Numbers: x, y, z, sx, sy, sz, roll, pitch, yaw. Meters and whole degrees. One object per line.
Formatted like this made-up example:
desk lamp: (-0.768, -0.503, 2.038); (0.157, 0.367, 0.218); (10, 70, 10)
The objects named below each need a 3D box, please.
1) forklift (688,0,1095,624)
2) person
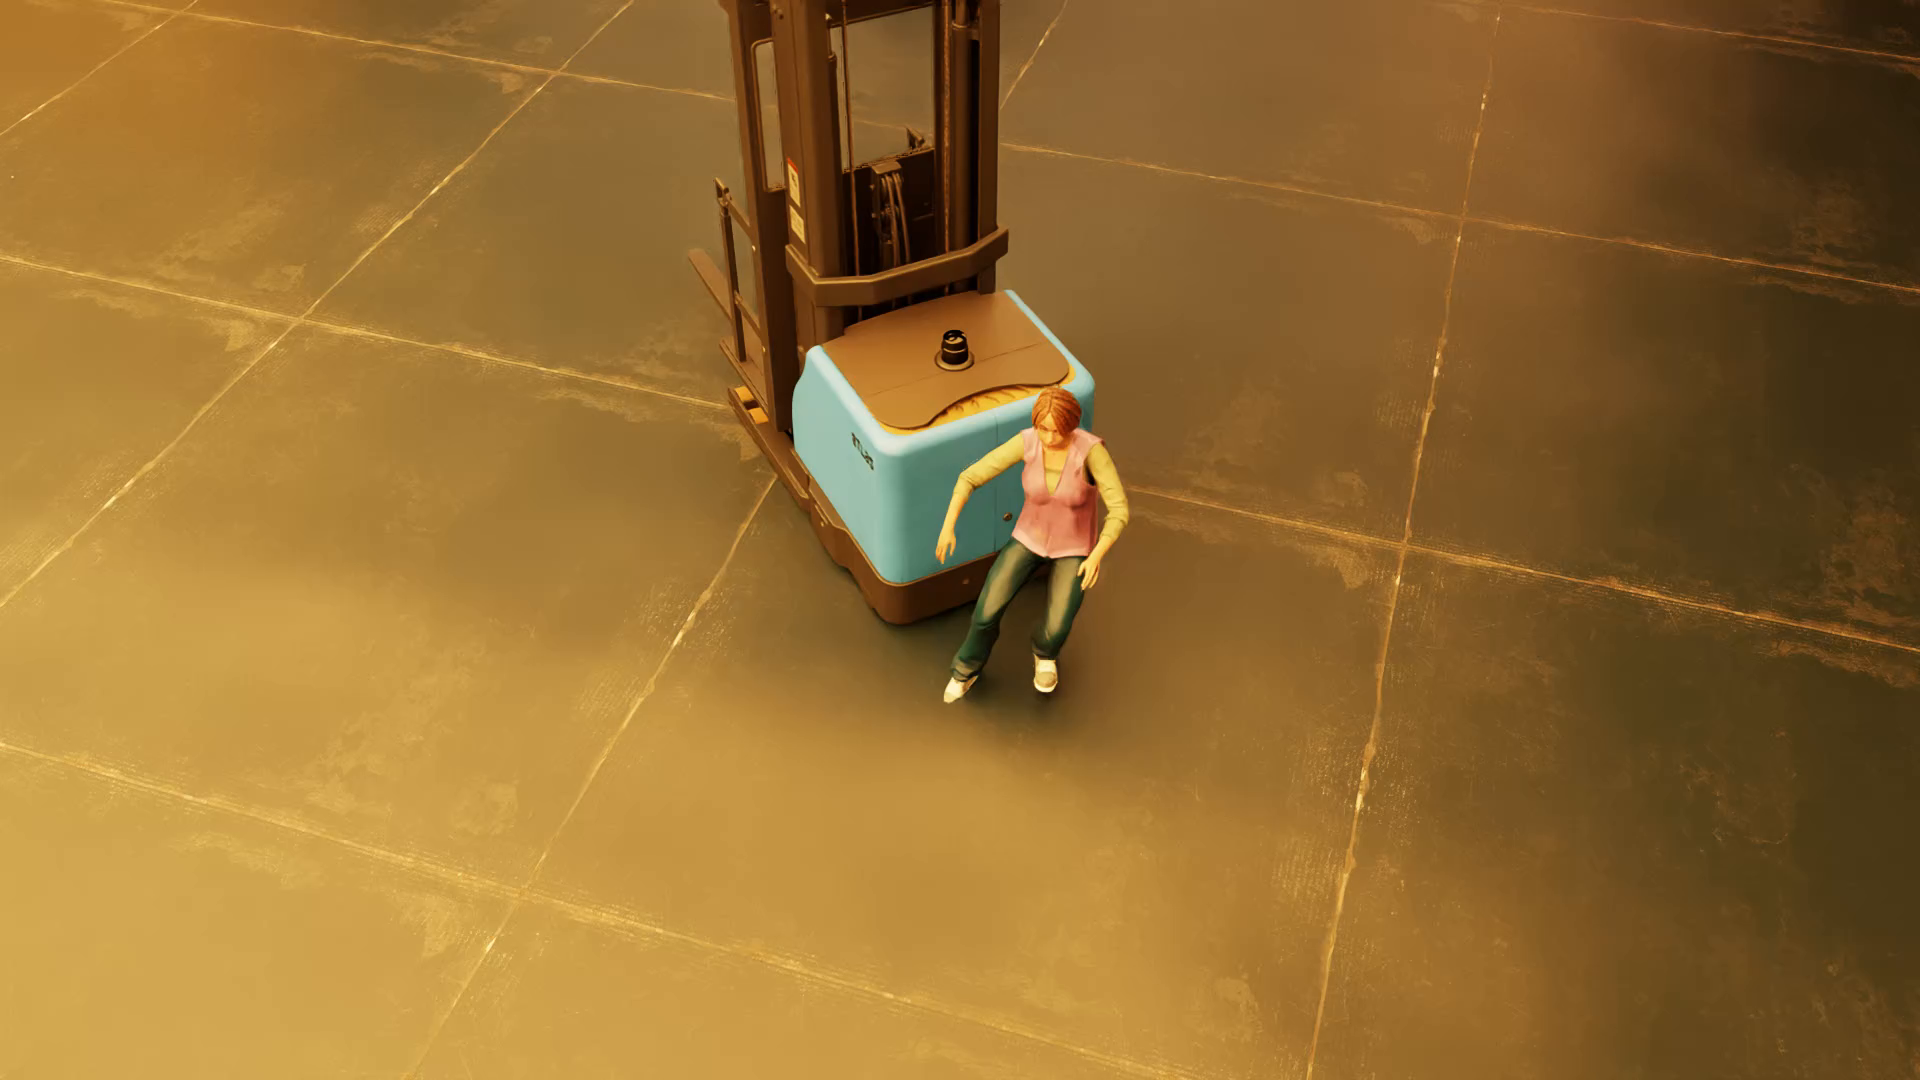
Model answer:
forklift: (-0.528, -1.704, 7.521); (1.130, 2.935, 3.031); (-19, 46, -19)
person: (0.301, 0.073, 6.764); (0.730, 1.476, 0.597); (9, 44, 10)
